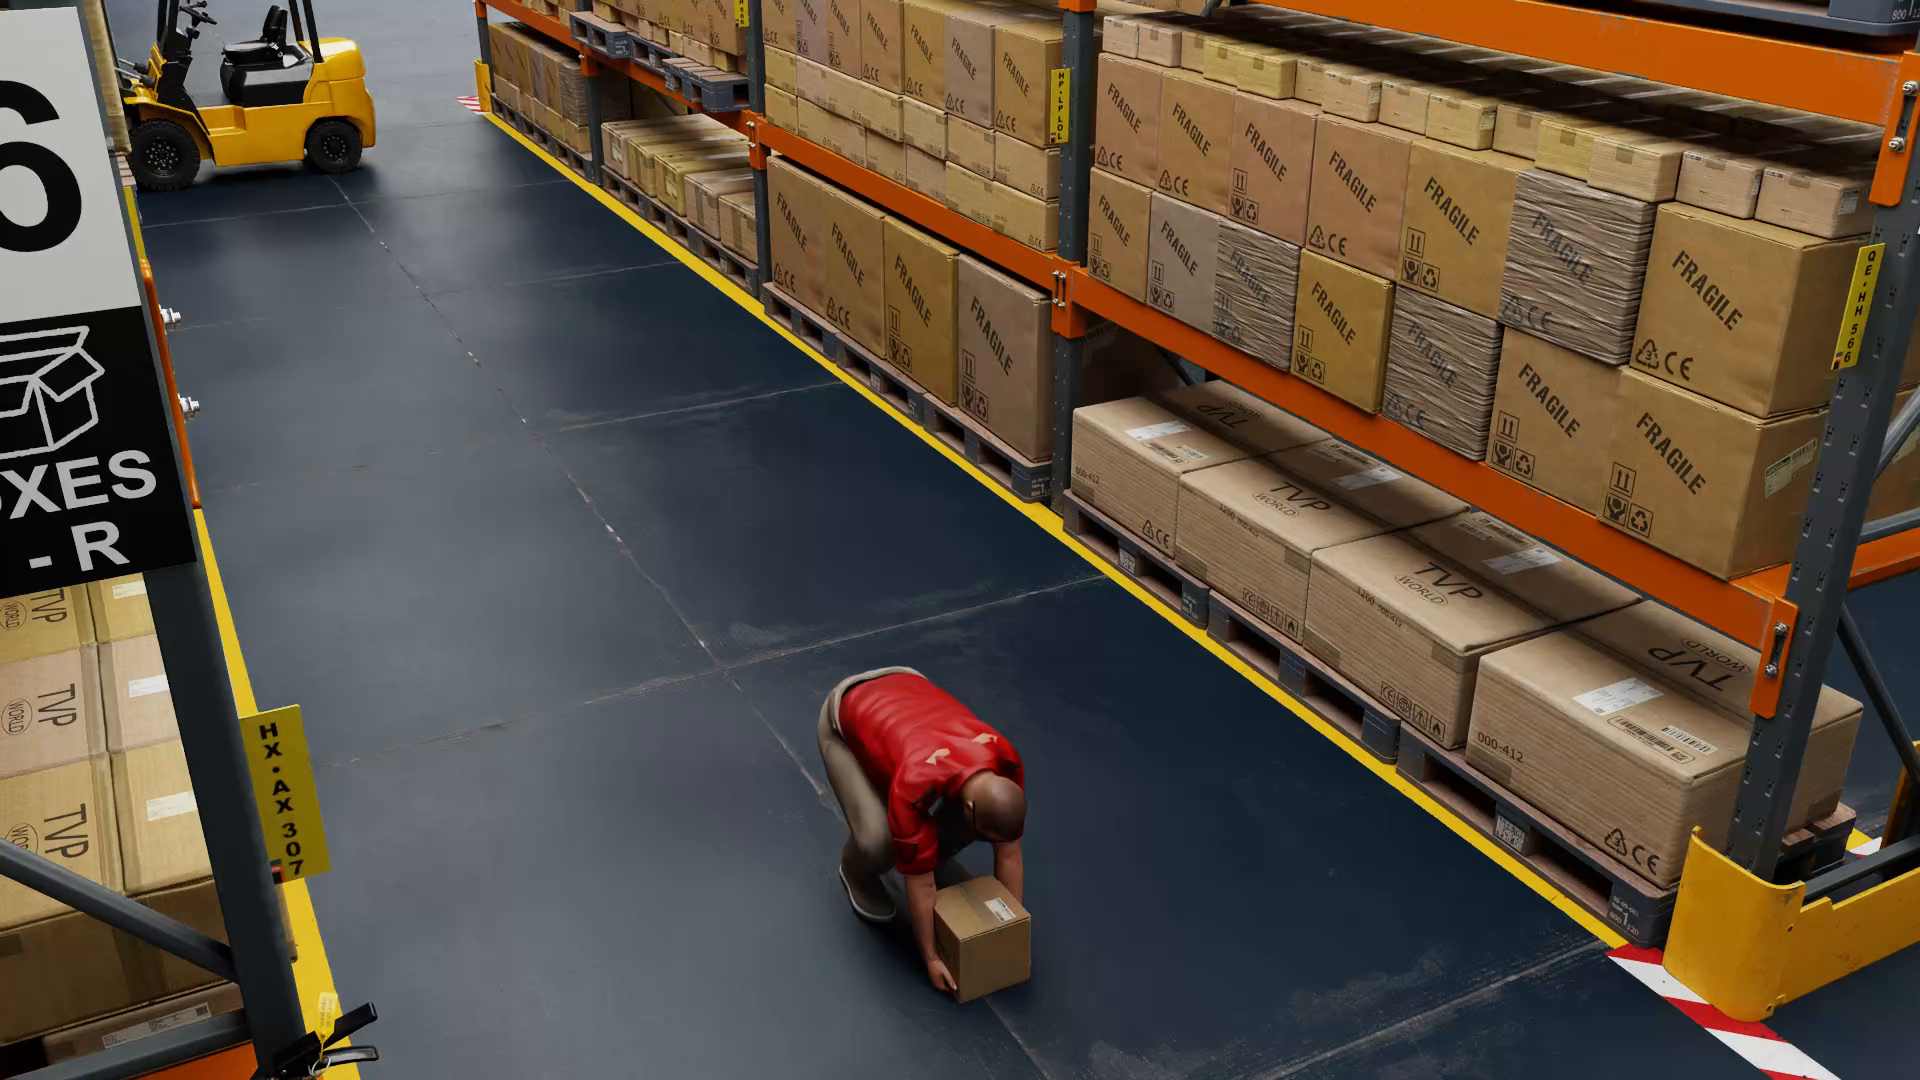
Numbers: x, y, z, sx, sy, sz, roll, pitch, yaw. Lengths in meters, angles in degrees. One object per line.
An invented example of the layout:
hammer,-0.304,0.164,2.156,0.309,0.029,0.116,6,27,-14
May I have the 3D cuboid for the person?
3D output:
person,-0.105,0.896,5.365,0.520,0.805,0.953,-14,29,-27
